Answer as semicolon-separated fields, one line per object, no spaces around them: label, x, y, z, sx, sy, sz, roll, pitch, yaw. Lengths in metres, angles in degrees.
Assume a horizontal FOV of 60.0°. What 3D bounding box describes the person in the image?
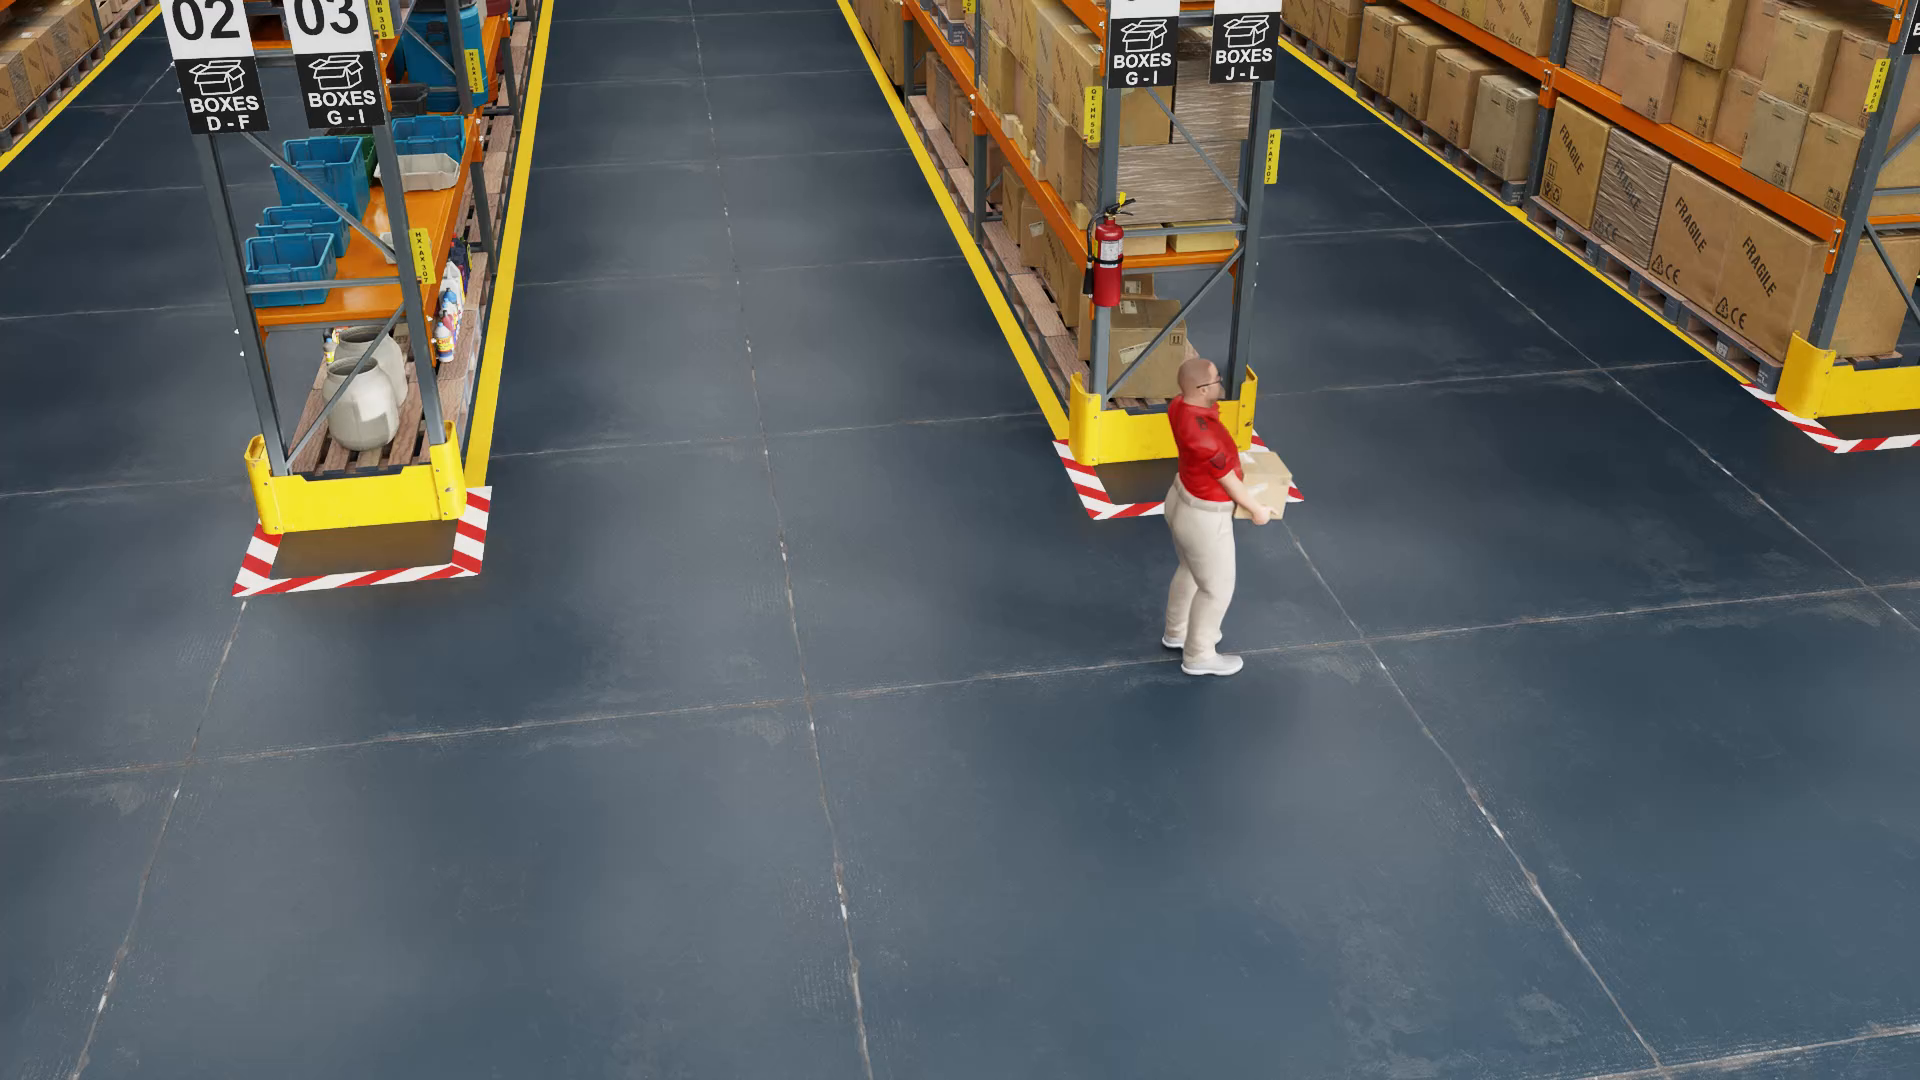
person;1.301;-0.134;8.392;0.531;1.712;0.493;-5;31;-9
